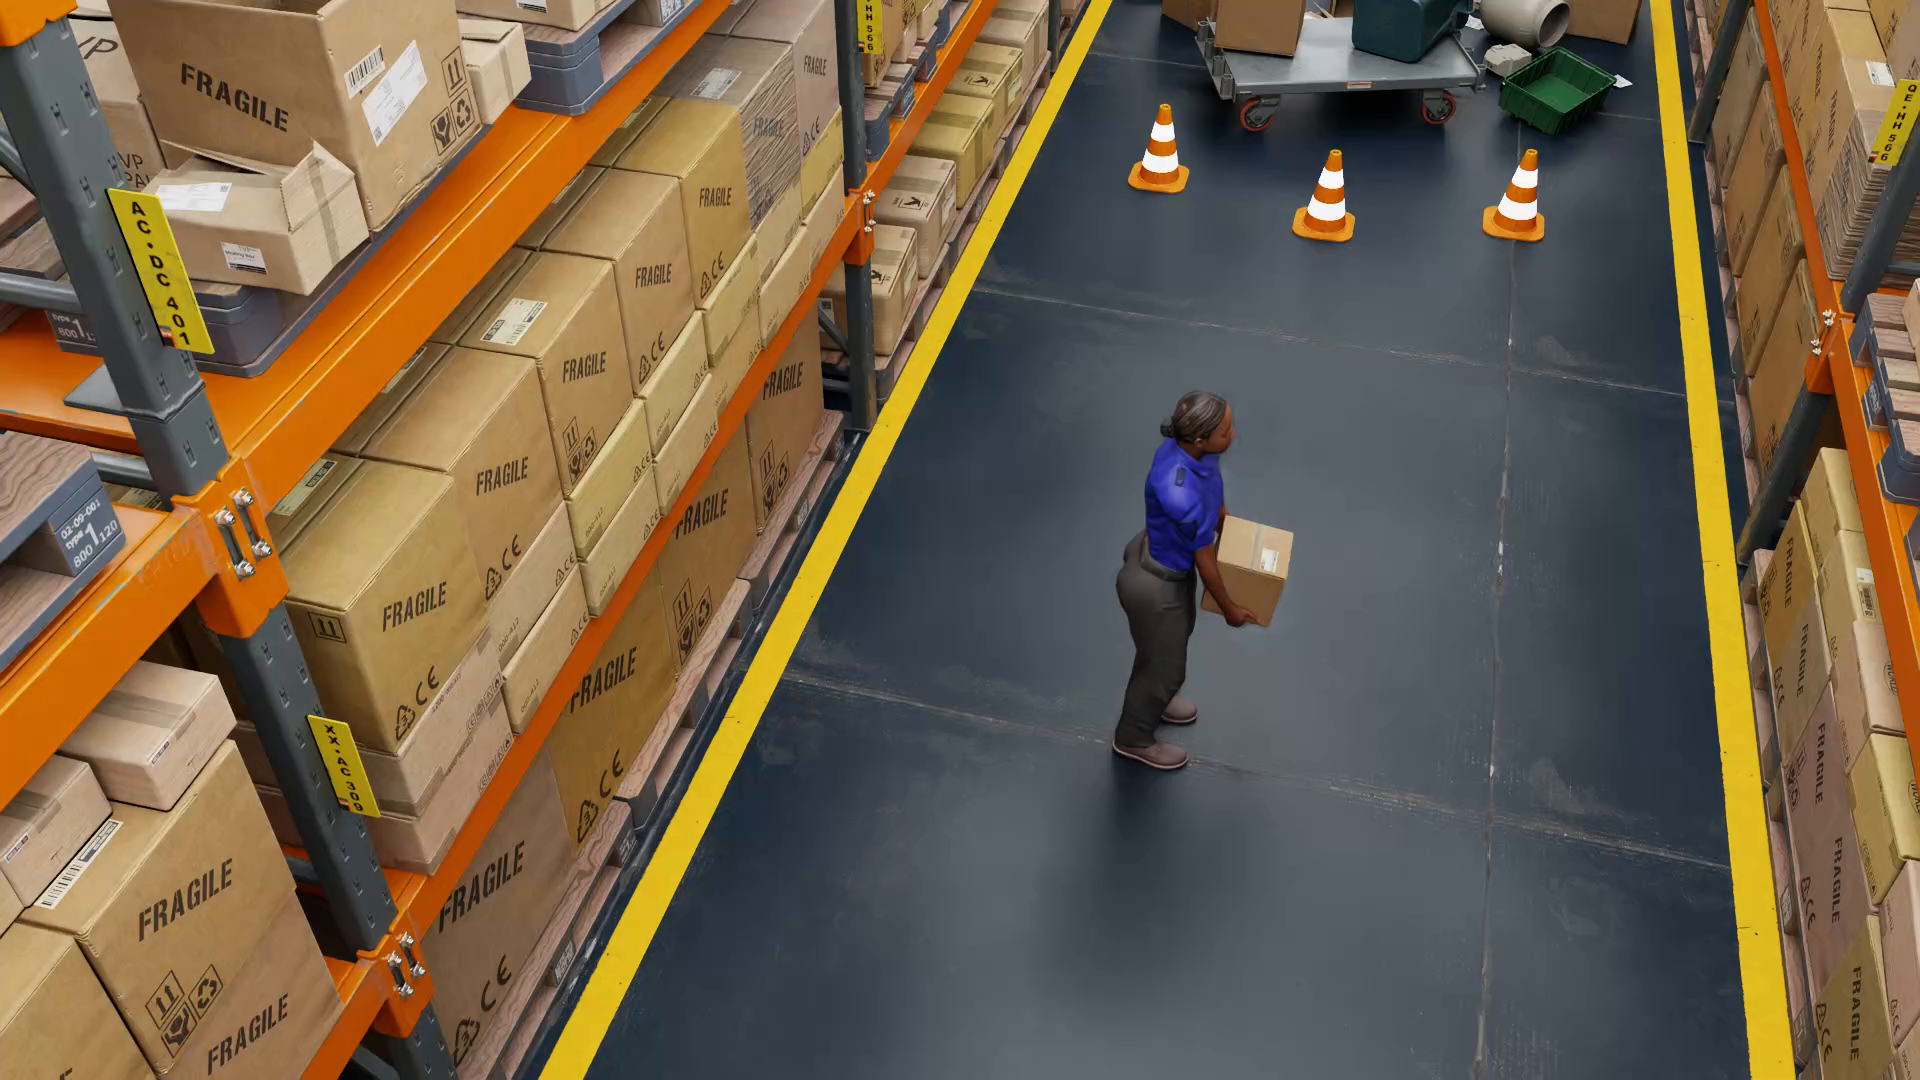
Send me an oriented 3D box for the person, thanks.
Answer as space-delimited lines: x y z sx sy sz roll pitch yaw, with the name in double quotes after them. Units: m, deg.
0.836 0.148 6.006 0.522 1.652 0.413 9 42 10 "person"
